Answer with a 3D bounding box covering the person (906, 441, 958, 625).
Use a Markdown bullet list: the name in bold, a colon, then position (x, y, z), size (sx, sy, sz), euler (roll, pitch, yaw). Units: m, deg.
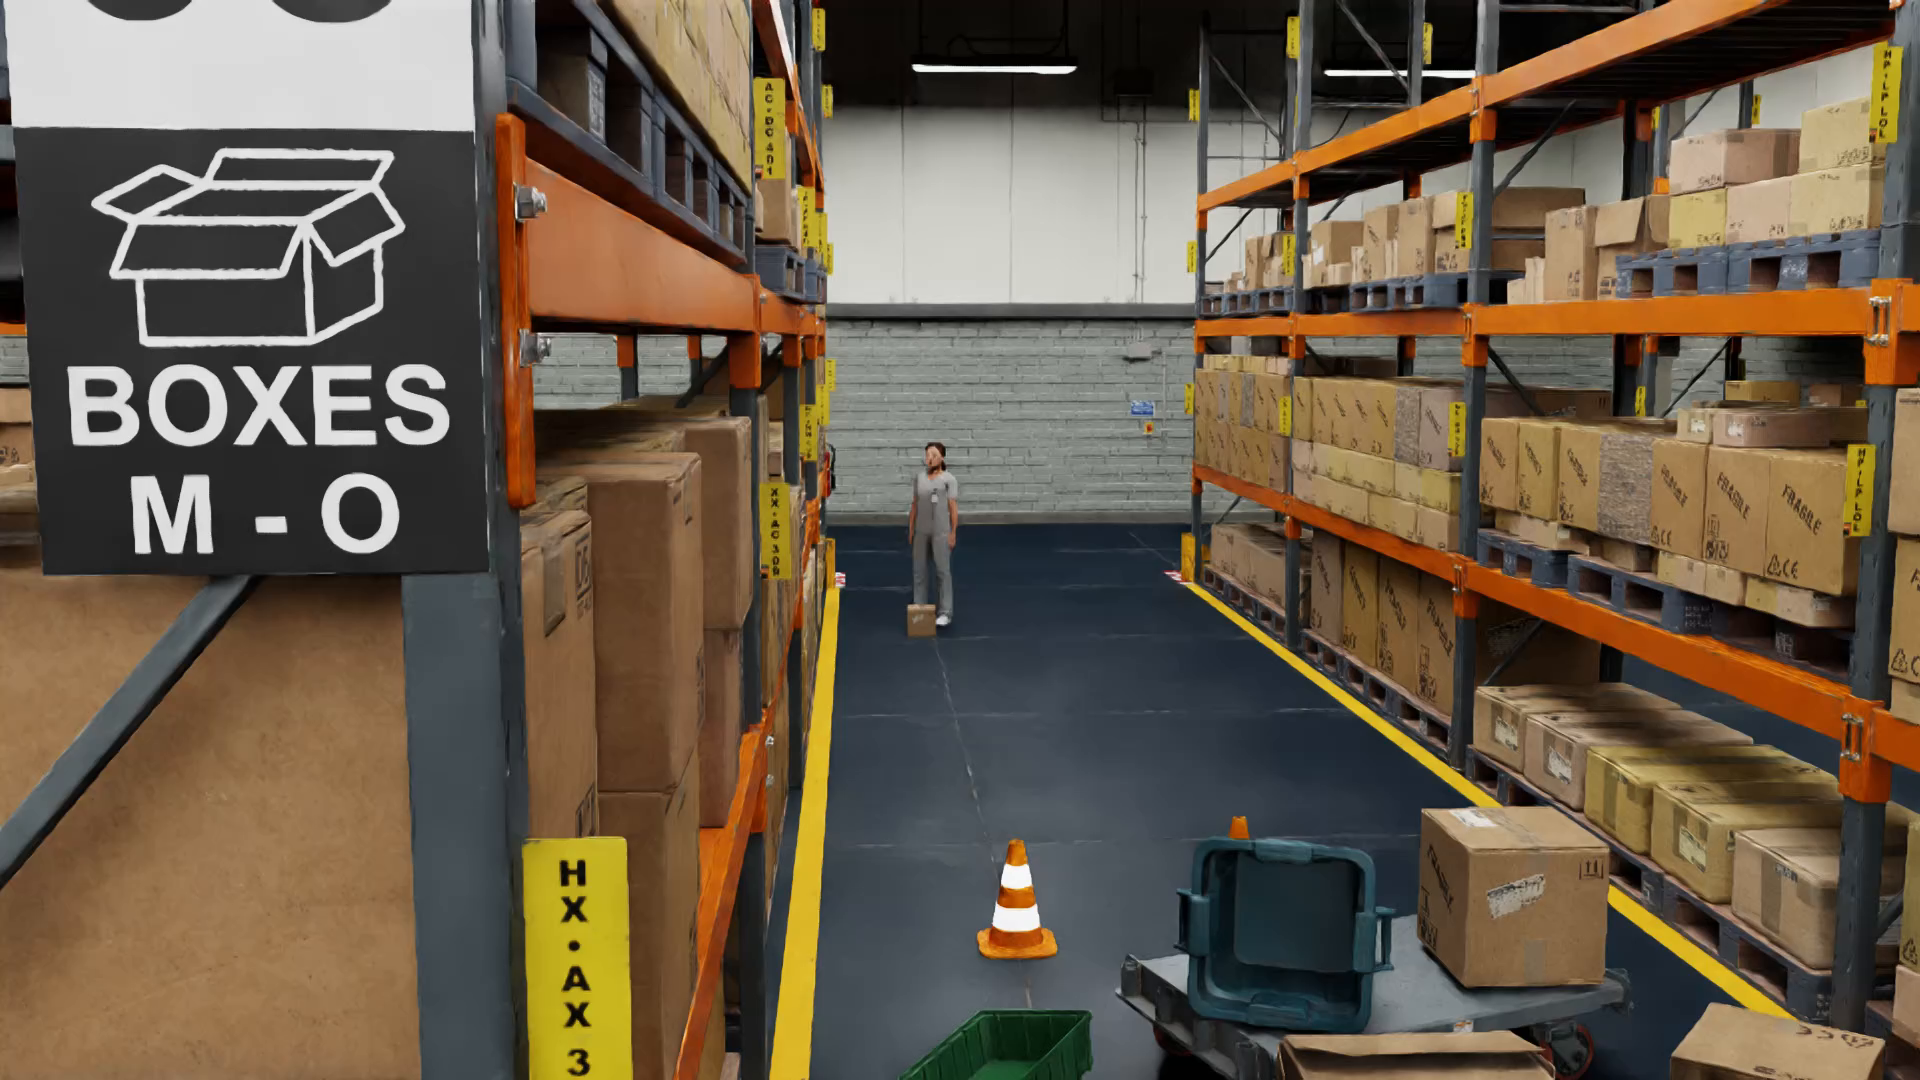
- **person**: position (-0.249, -0.066, 15.192), size (0.465, 1.669, 0.397), euler (3, 8, 23)
